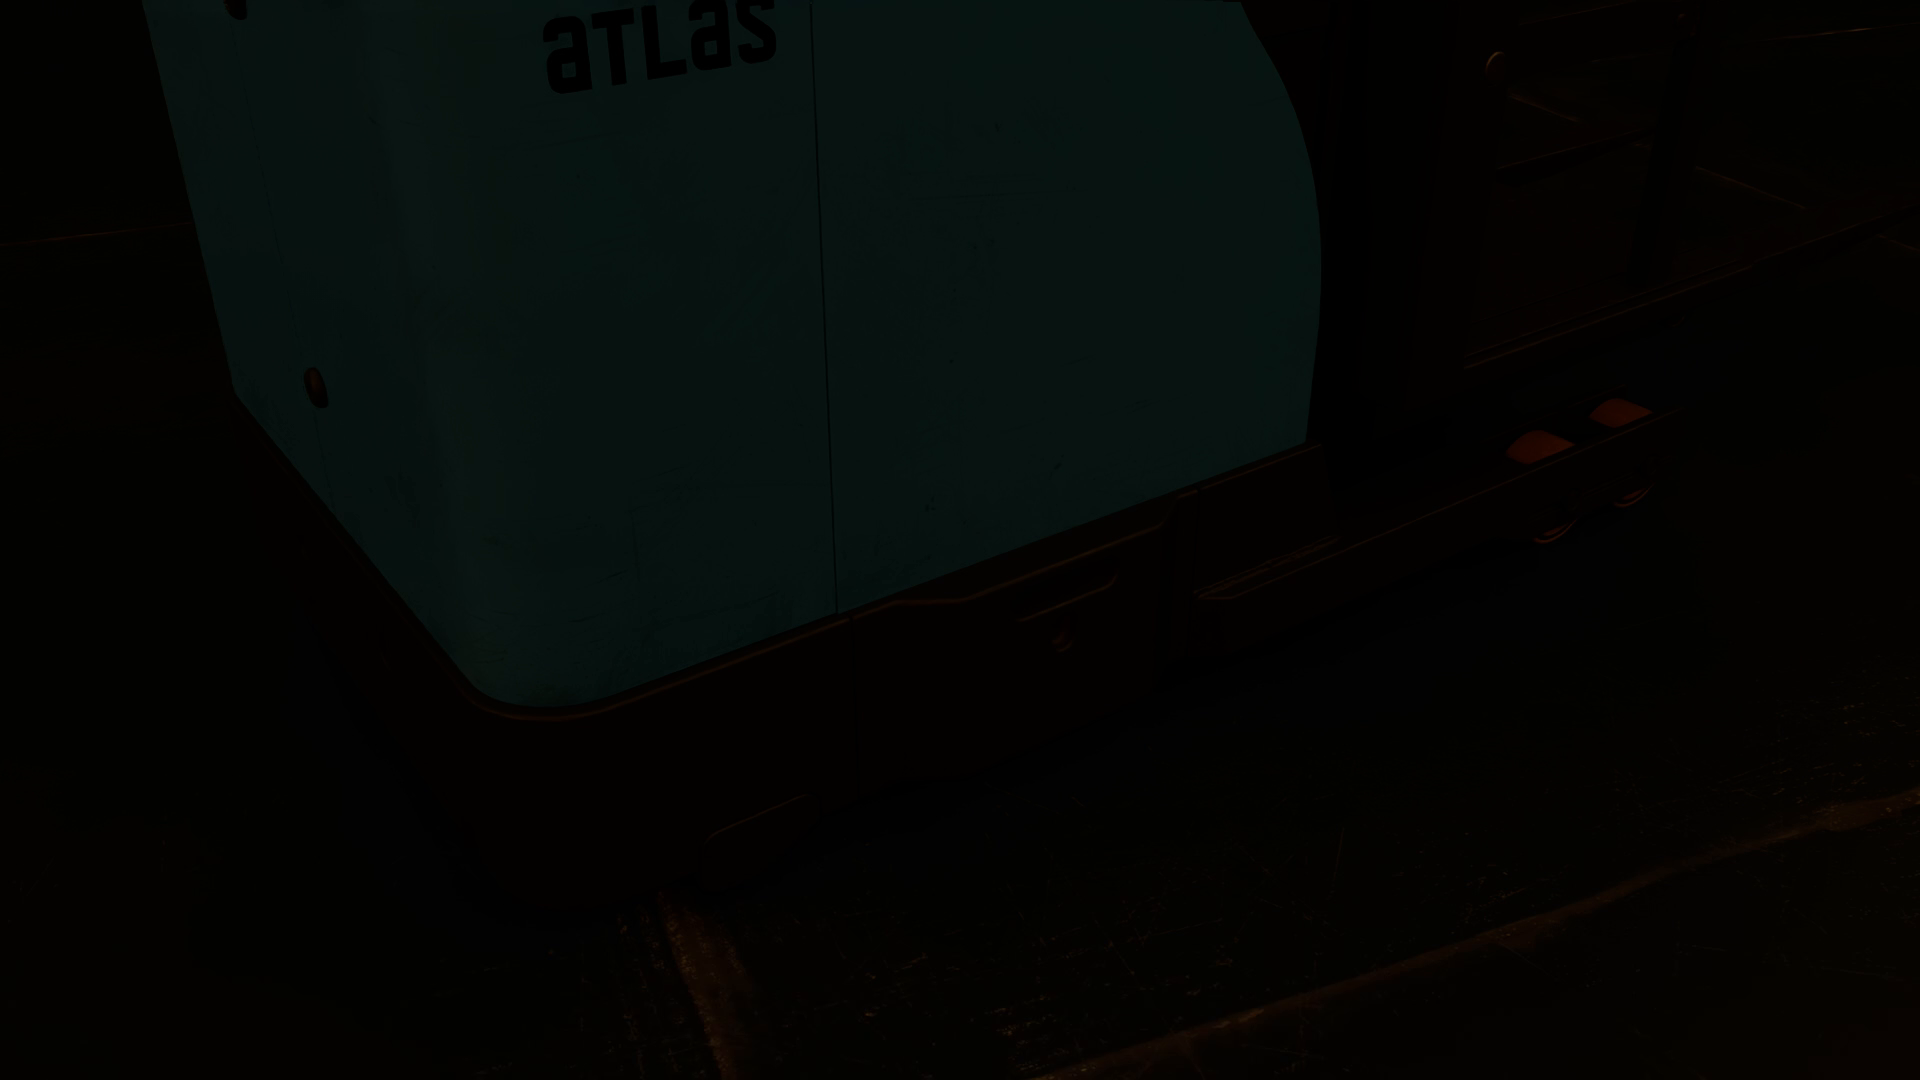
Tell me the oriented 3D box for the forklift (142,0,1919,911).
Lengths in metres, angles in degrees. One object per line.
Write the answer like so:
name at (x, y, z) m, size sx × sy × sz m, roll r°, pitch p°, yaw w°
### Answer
forklift at (0.503, -1.461, 2.103) m, size 3.031 × 2.935 × 1.130 m, roll -20°, pitch 35°, yaw -31°
